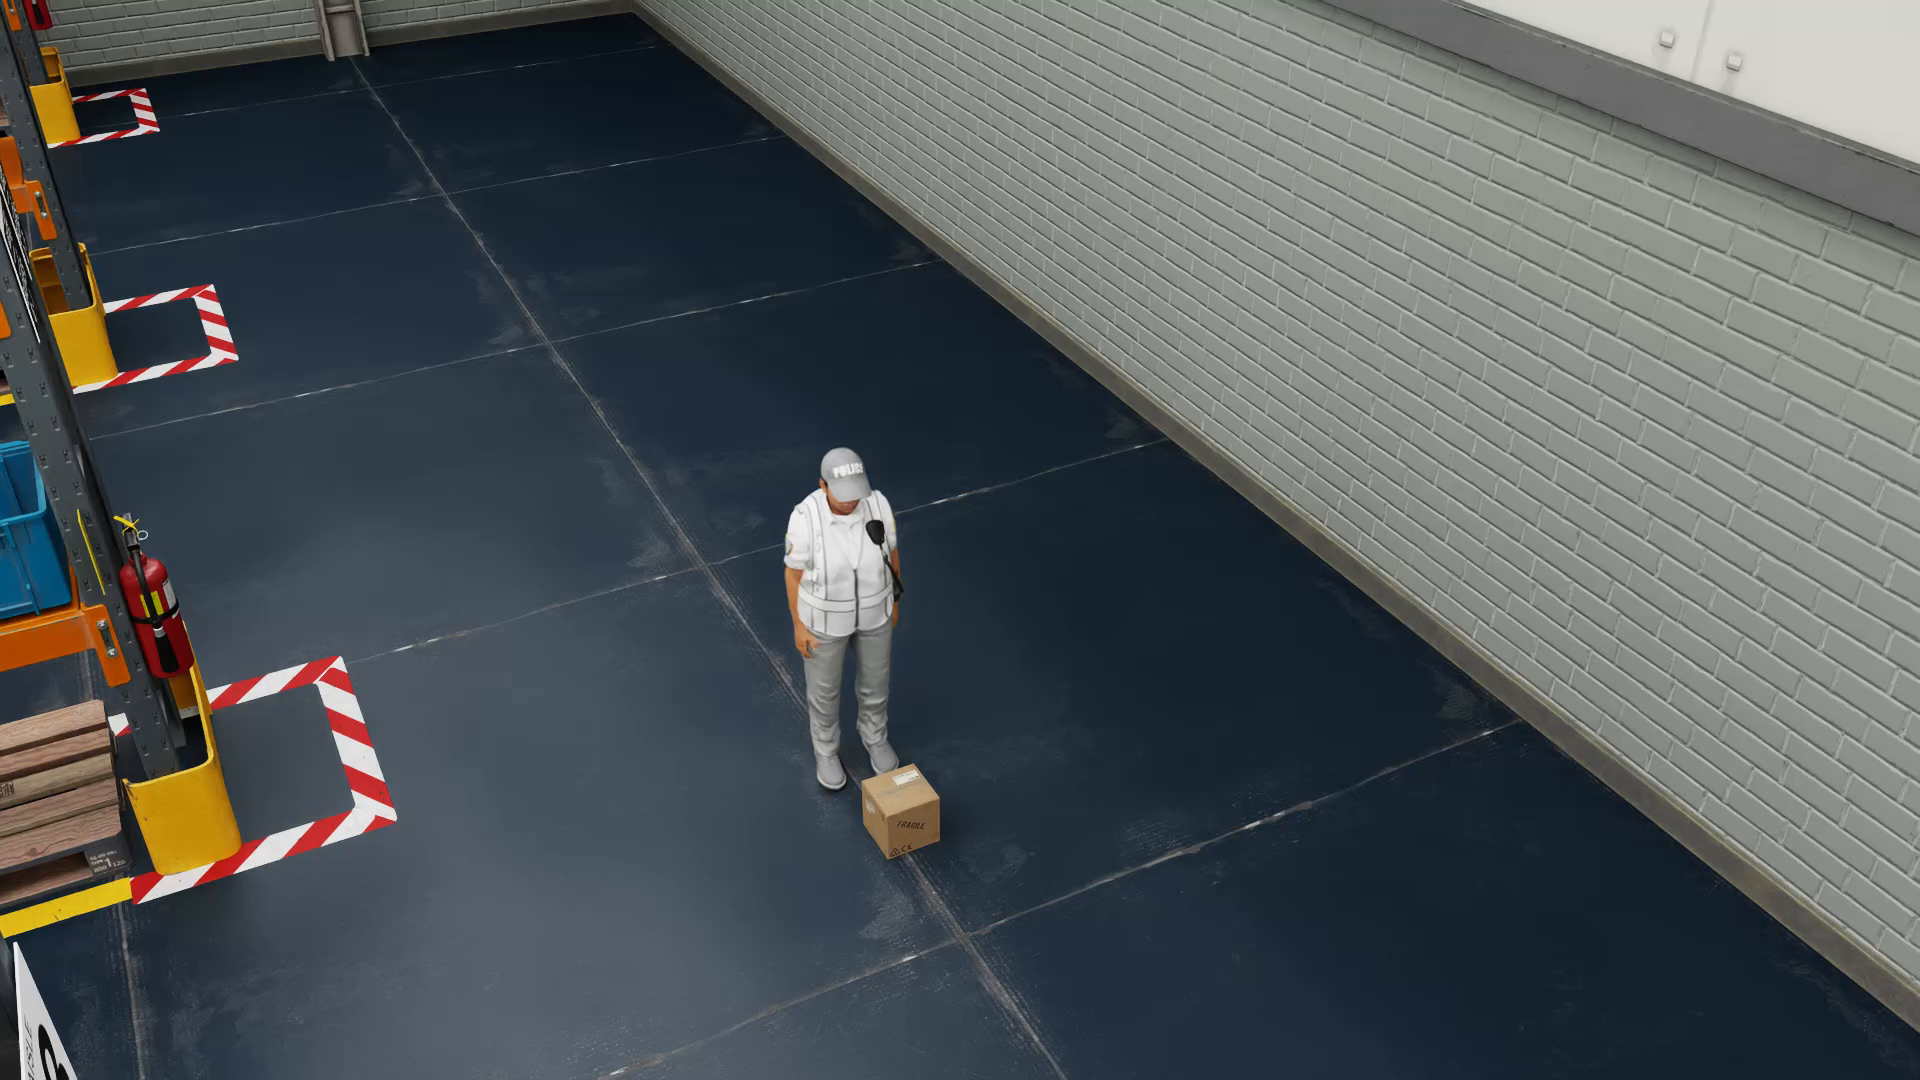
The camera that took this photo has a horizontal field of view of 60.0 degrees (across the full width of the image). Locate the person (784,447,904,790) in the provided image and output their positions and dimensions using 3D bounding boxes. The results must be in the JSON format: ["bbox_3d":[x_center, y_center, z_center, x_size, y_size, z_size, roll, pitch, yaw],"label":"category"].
[{"bbox_3d":[-0.482,0.328,7.079,0.495,1.668,0.414,-12,35,-17],"label":"person"}]
